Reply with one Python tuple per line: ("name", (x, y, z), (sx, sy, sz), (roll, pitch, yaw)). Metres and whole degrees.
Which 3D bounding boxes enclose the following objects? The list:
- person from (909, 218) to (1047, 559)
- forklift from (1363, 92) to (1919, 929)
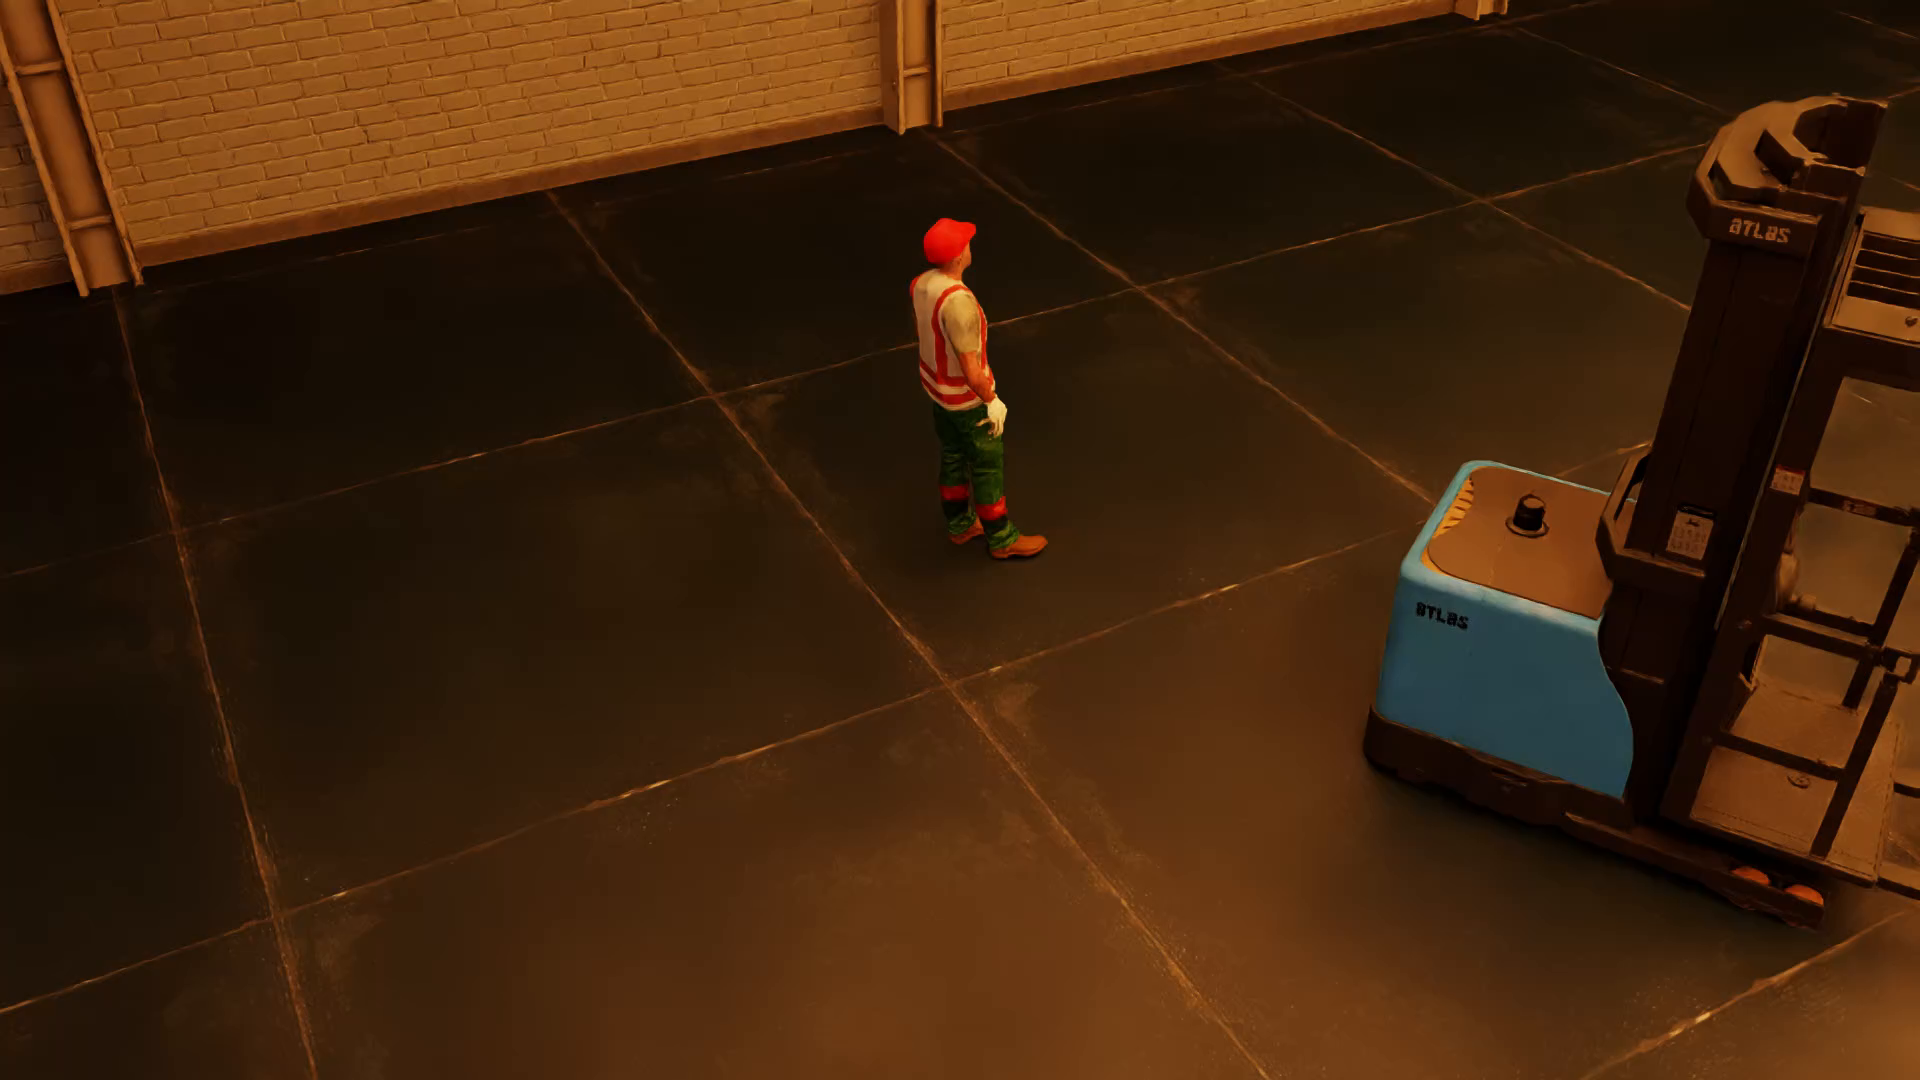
("person", (0.076, -0.753, 8.165), (0.563, 1.787, 0.637), (-17, 39, -23))
("forklift", (3.294, -0.031, 6.167), (3.031, 2.935, 1.130), (18, 39, 24))
